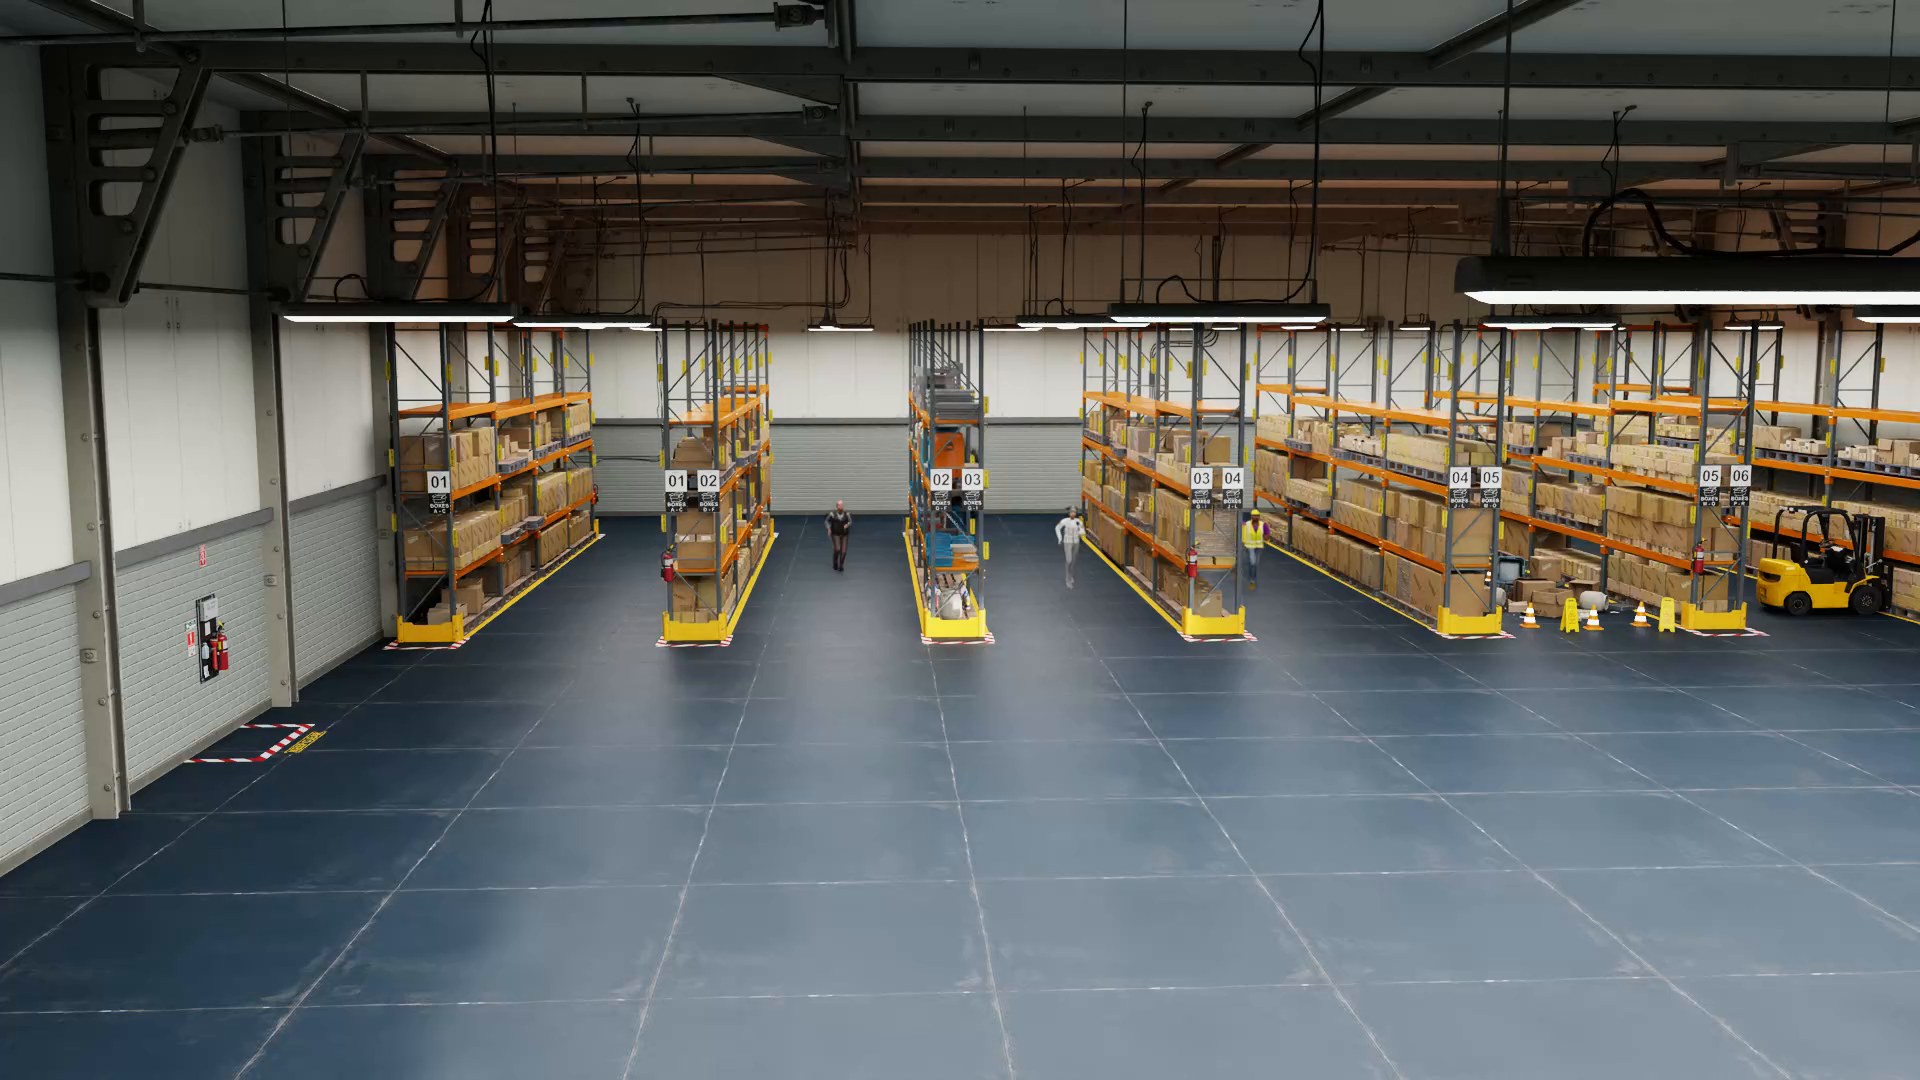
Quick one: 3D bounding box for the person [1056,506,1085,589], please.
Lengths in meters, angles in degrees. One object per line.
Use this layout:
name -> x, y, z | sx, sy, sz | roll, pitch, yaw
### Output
person -> 2.432, 0.146, 36.188 | 0.578, 1.802, 0.697 | -2, 7, -14

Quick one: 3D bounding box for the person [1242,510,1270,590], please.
person -> 6.670, 0.207, 37.650 | 0.680, 1.822, 0.794 | -1, 7, -8

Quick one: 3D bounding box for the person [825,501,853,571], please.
person -> -2.903, -0.094, 40.220 | 0.634, 1.692, 0.663 | -2, 7, -17
